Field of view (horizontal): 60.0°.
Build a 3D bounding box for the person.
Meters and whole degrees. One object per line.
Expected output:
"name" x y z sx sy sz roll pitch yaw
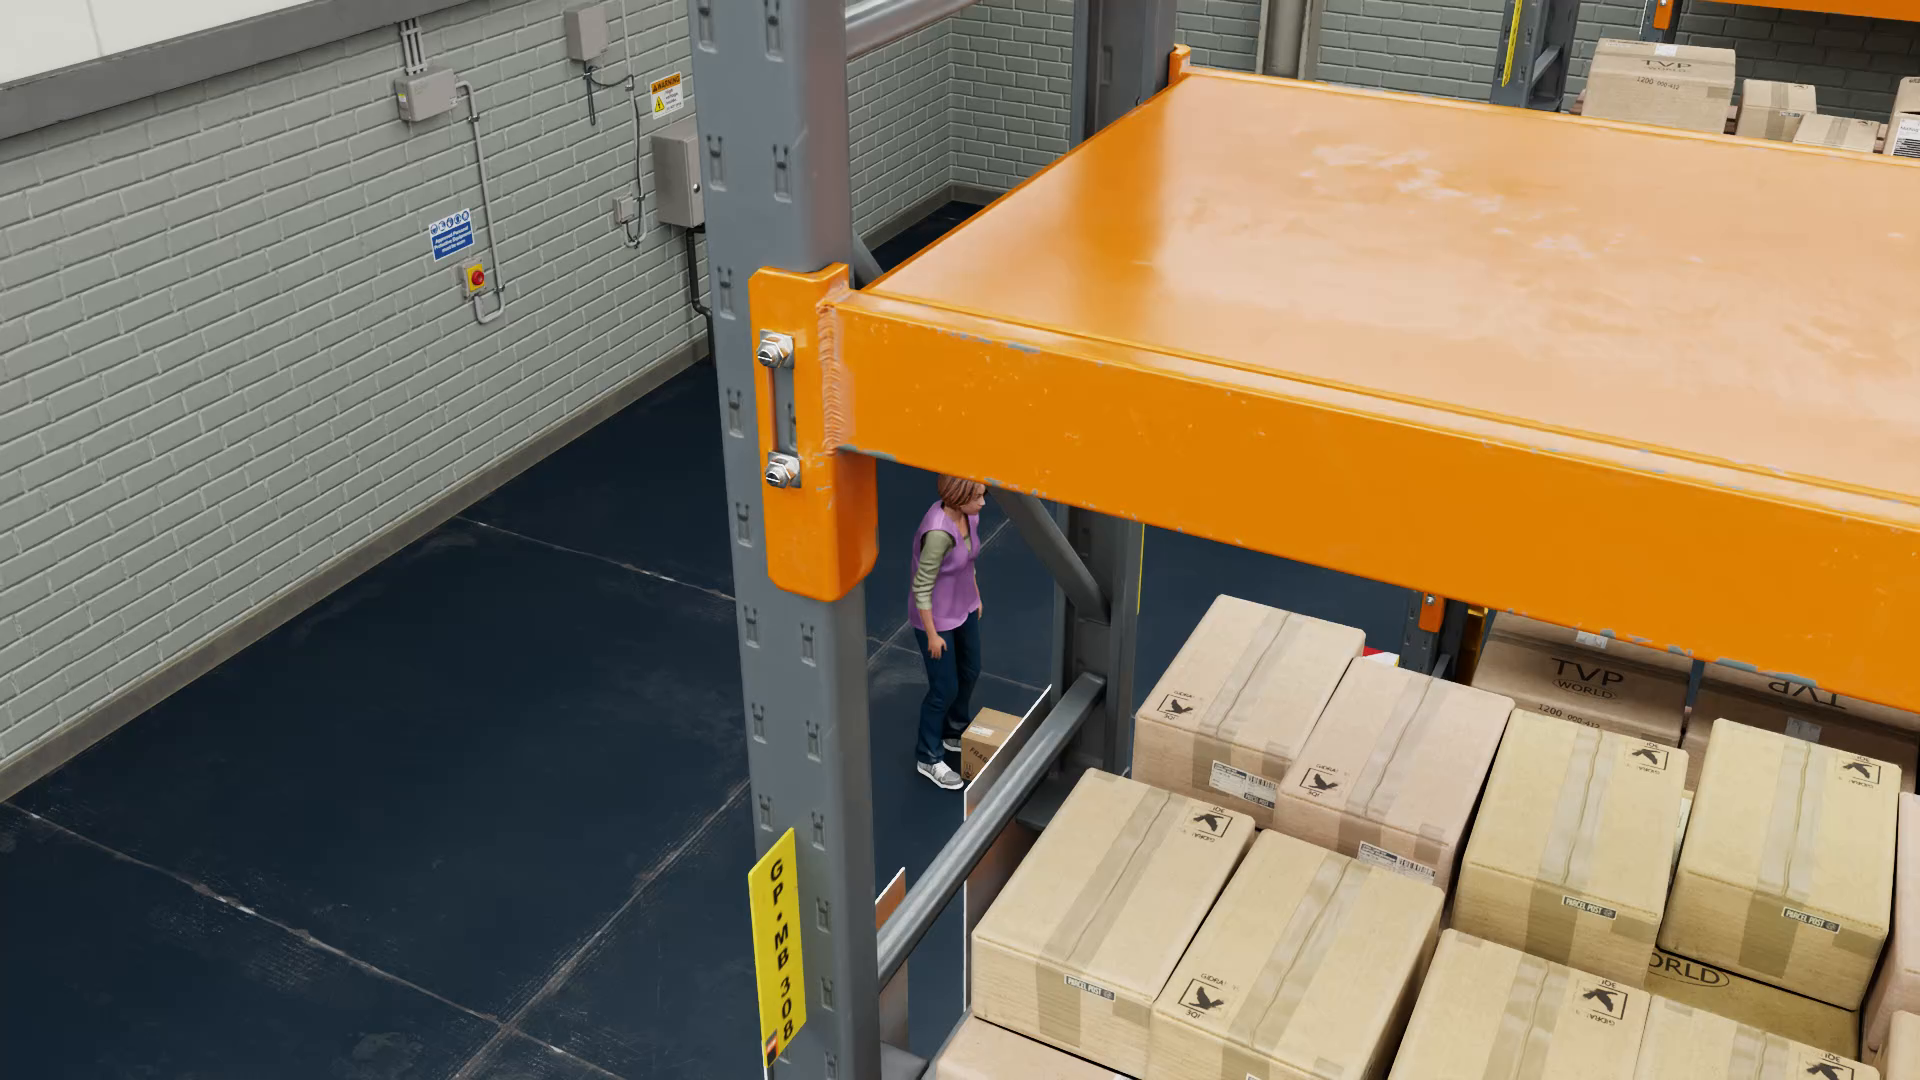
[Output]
"person" -0.038 0.355 7.538 0.367 1.592 0.460 15 34 23
